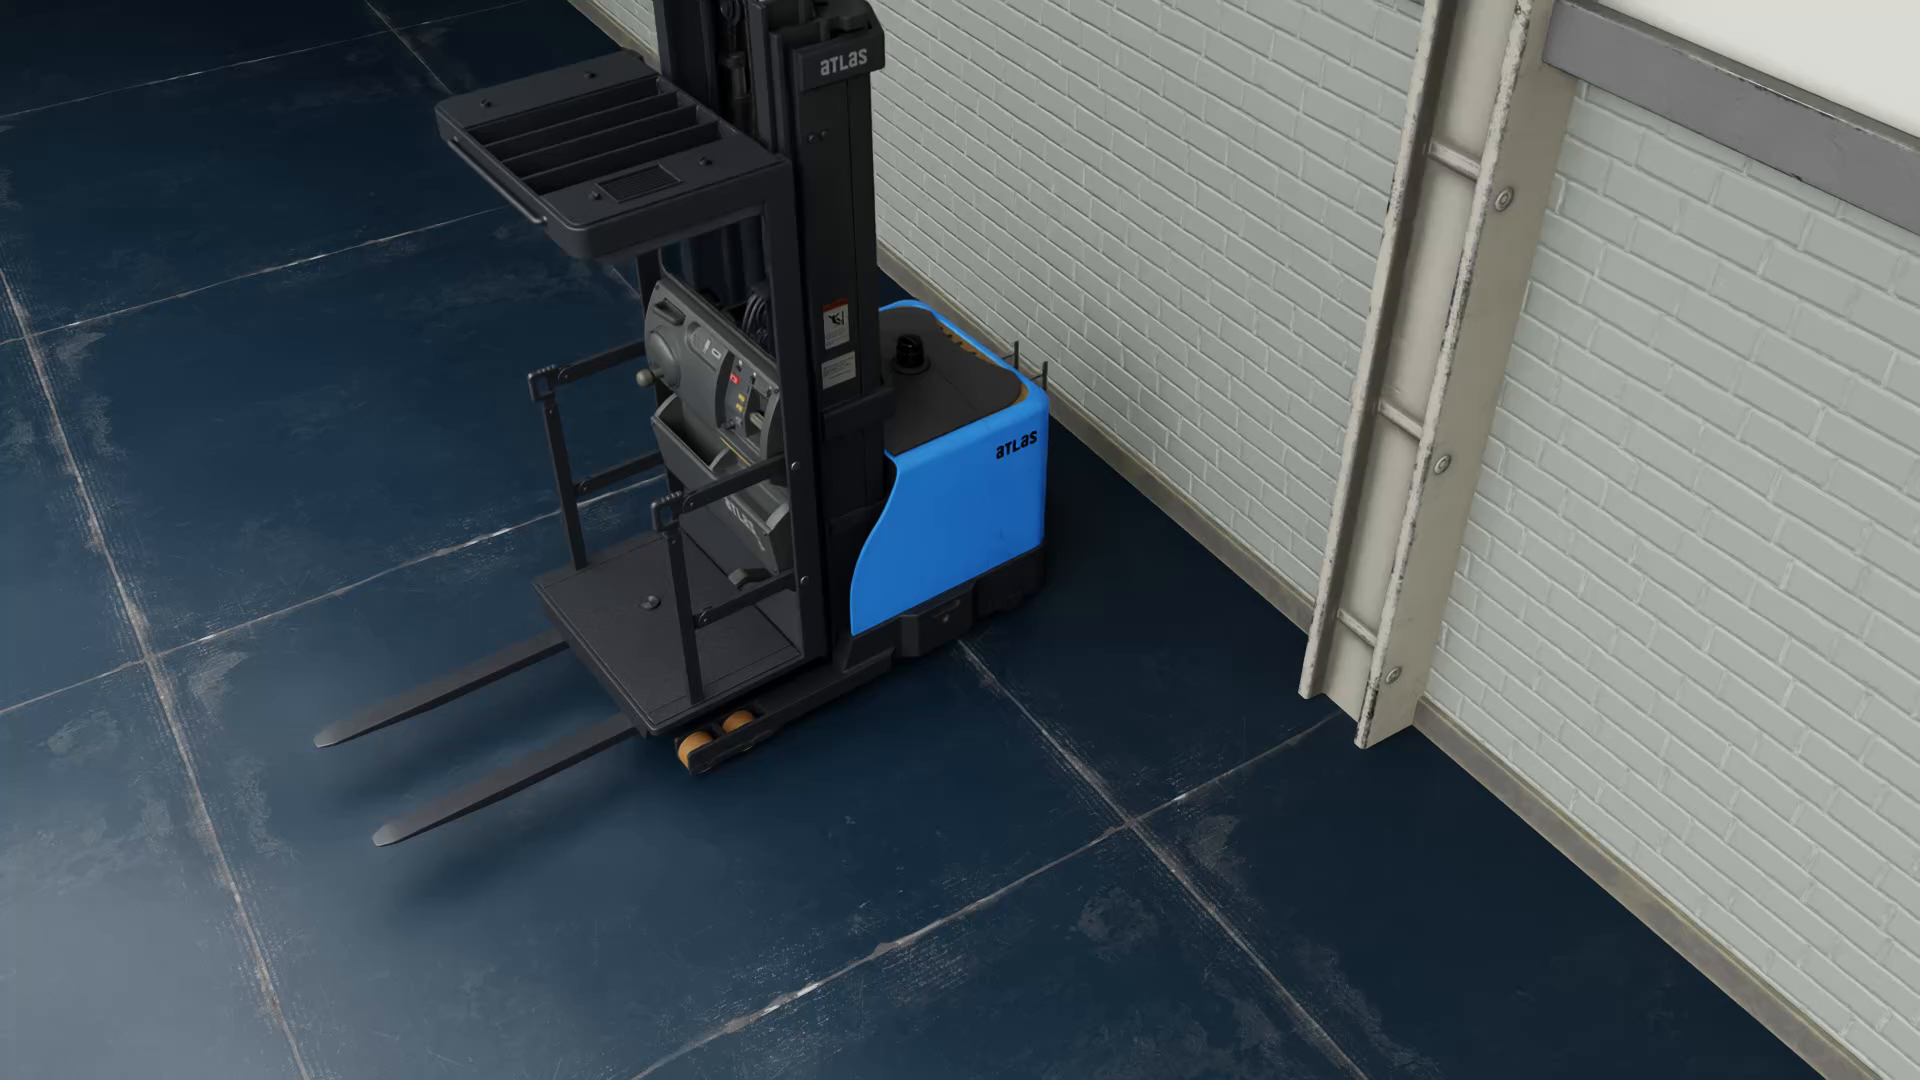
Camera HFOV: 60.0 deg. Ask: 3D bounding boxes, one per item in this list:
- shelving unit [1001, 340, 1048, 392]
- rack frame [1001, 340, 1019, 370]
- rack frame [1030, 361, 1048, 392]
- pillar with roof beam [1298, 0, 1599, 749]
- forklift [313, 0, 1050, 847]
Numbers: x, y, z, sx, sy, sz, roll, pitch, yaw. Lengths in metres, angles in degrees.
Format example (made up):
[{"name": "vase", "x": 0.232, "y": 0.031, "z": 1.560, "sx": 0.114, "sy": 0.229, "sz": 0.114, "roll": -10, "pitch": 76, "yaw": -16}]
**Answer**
[{"name": "shelving unit", "x": 0.224, "y": -0.445, "z": 7.580, "sx": 0.258, "sy": 0.900, "sz": 0.210, "roll": -25, "pitch": 46, "yaw": -27}, {"name": "rack frame", "x": 0.164, "y": -0.497, "z": 7.643, "sx": 0.240, "sy": 0.900, "sz": 0.006, "roll": -25, "pitch": 46, "yaw": -27}, {"name": "rack frame", "x": 0.285, "y": -0.392, "z": 7.517, "sx": 0.240, "sy": 0.900, "sz": 0.006, "roll": -25, "pitch": 46, "yaw": -27}, {"name": "pillar with roof beam", "x": -1.977, "y": -1.285, "z": 2.263, "sx": 9.100, "sy": 9.000, "sz": 0.400, "roll": -22, "pitch": 45, "yaw": -24}, {"name": "forklift", "x": -1.105, "y": -0.584, "z": 6.161, "sx": 3.031, "sy": 2.935, "sz": 1.130, "roll": -25, "pitch": 46, "yaw": -27}]
